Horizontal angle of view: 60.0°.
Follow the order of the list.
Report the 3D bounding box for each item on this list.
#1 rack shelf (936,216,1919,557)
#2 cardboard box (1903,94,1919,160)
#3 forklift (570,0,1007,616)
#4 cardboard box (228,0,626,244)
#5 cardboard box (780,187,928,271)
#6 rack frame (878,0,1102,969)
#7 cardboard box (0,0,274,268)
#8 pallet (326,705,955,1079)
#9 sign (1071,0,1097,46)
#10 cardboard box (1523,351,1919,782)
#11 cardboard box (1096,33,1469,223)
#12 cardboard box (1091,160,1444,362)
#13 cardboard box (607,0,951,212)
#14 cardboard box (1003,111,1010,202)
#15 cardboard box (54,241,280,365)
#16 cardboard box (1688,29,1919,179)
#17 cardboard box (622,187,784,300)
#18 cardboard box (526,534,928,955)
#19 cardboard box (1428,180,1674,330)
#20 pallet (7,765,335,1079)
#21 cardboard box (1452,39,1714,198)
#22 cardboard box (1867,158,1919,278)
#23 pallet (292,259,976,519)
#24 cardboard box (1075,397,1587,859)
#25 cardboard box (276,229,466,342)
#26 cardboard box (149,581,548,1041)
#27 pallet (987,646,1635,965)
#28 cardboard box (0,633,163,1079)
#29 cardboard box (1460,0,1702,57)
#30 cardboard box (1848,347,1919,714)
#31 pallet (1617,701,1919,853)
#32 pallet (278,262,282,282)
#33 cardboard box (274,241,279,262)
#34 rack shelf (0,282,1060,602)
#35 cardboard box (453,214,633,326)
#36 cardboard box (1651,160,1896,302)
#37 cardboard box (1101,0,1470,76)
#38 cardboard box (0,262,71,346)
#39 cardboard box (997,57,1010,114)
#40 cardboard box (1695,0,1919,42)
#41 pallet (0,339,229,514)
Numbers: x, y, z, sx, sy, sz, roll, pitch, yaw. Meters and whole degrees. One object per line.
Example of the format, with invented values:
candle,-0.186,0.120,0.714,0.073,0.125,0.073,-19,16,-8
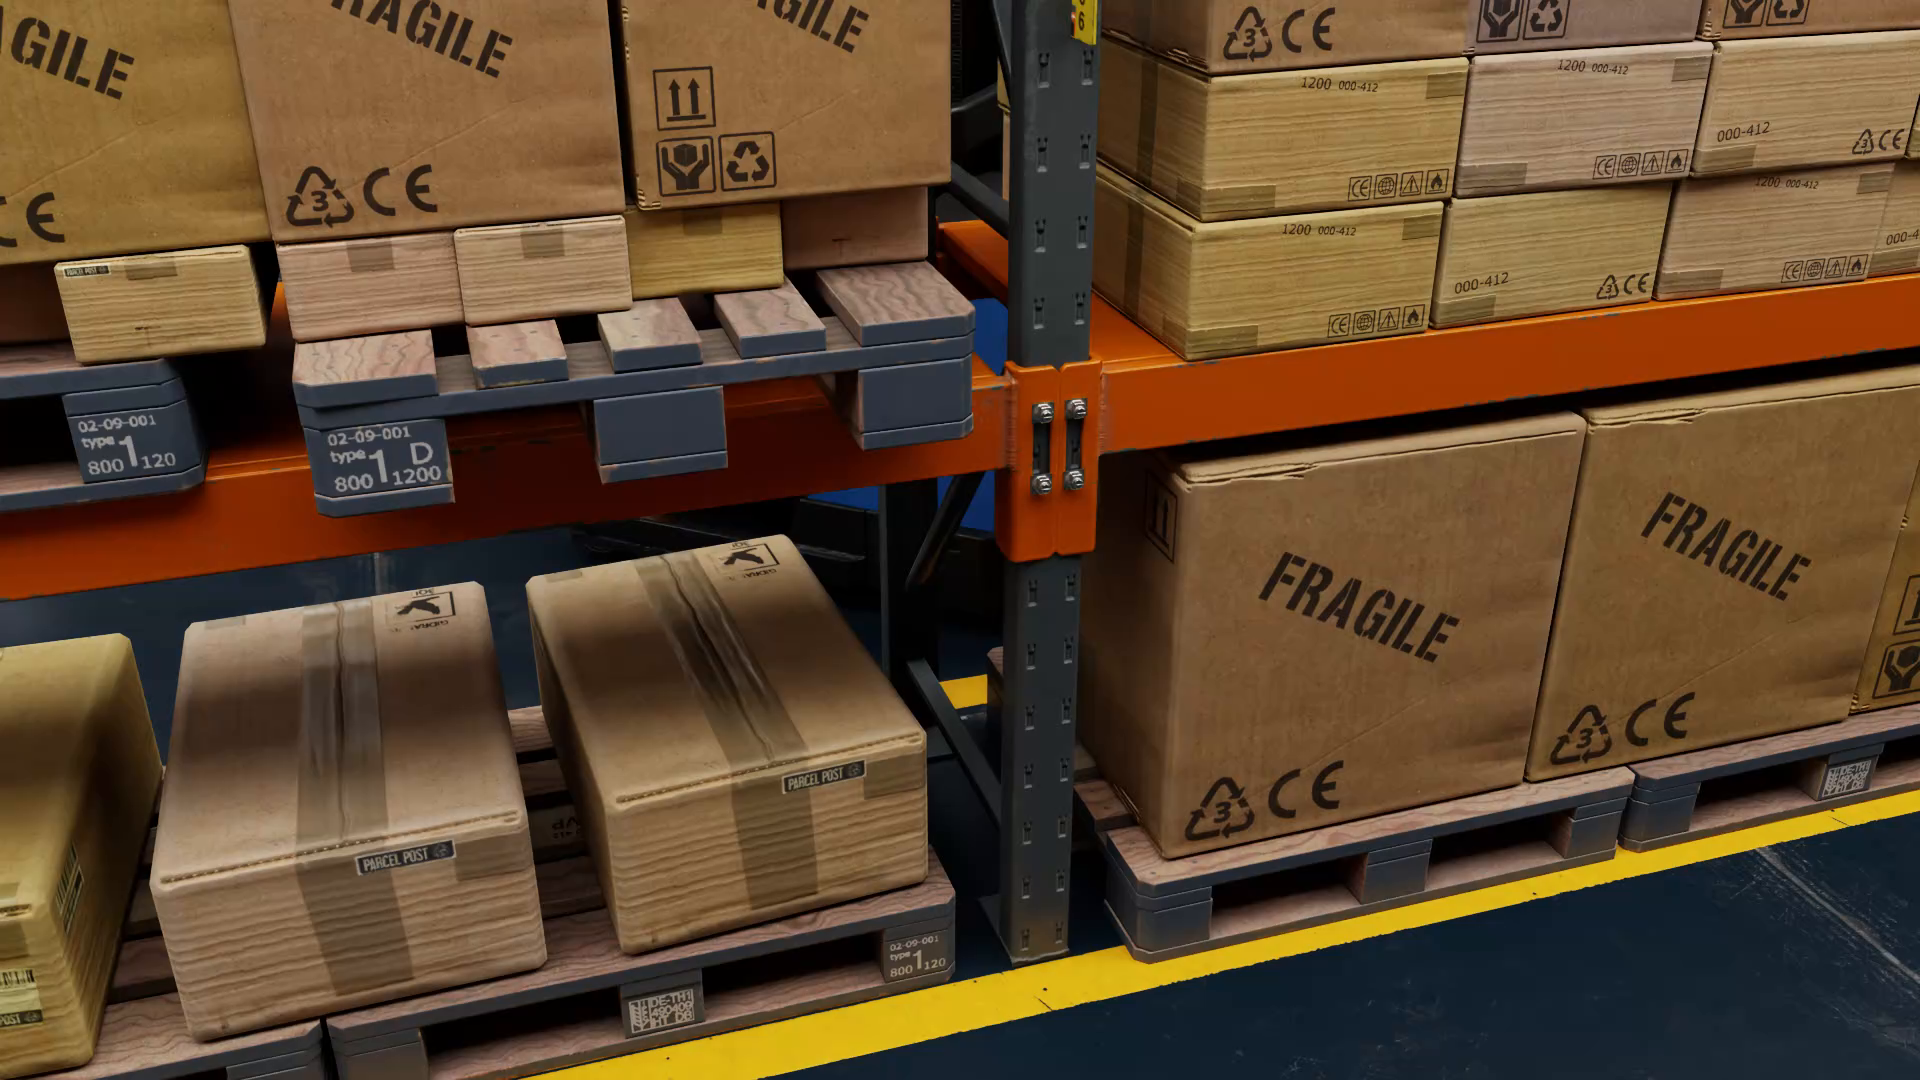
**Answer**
rack shelf,1.916,-0.626,3.947,4.000,0.370,1.077,-8,28,-16
cardboard box,2.029,-0.993,3.484,0.500,0.250,0.500,-8,27,-15
forklift,-0.658,-1.442,4.859,3.031,2.935,1.130,11,28,20
cardboard box,-0.820,-0.783,2.535,0.500,0.500,0.500,-9,28,-17
cardboard box,-0.224,-0.604,2.903,0.250,0.149,0.380,-7,27,-14
rack frame,0.015,-0.673,3.232,0.127,3.000,1.000,-8,28,-16
cardboard box,-1.299,-0.713,2.394,0.500,0.500,0.500,-10,28,-20
pallet,-0.729,0.683,3.637,1.213,0.211,1.003,-8,28,-16
sign,0.192,-0.928,2.533,0.005,0.325,0.100,-8,28,-16
cardboard box,1.547,-0.090,3.976,0.875,0.875,0.875,-8,27,-15
cardboard box,0.573,-0.795,3.085,0.500,0.250,0.500,-8,28,-16
cardboard box,0.558,-0.567,3.187,0.500,0.250,0.500,-9,28,-17
cardboard box,-0.331,-0.859,2.688,0.500,0.500,0.500,-9,28,-18
cardboard box,0.415,-0.785,3.627,0.500,0.250,0.500,-9,28,-18
cardboard box,-1.182,-0.408,2.508,0.250,0.149,0.380,-8,27,-15
cardboard box,1.542,-0.929,3.355,0.500,0.250,0.500,-8,28,-16
cardboard box,-0.457,-0.536,2.767,0.250,0.149,0.380,-8,27,-15
cardboard box,-0.526,0.390,3.575,0.625,0.372,0.950,-10,28,-20
cardboard box,1.041,-0.645,3.344,0.500,0.250,0.500,-9,28,-18
pallet,-1.887,0.849,3.302,1.213,0.211,1.003,-8,28,-16
cardboard box,1.065,-0.866,3.227,0.500,0.250,0.500,-8,27,-15
cardboard box,2.009,-0.784,3.625,0.500,0.250,0.500,-8,28,-16
pallet,-0.630,-0.444,2.986,1.003,0.211,1.213,-8,28,-16
cardboard box,0.697,0.031,3.732,0.875,0.875,0.875,-8,28,-17
cardboard box,-0.924,-0.451,2.596,0.250,0.149,0.380,-10,28,-19
cardboard box,-1.225,0.495,3.363,0.625,0.372,0.950,-9,28,-17
pallet,0.788,0.499,4.007,1.213,0.211,1.003,-8,28,-16
cardboard box,-1.948,0.597,3.158,0.625,0.372,0.950,-7,27,-14
cardboard box,1.028,-1.202,3.062,0.500,0.500,0.500,-8,28,-16
cardboard box,2.397,-0.213,4.224,0.875,0.875,0.875,-7,27,-15
pallet,1.946,0.333,4.342,1.213,0.211,1.003,-8,28,-16
pallet,-3.545,-1.260,7.550,1.213,0.211,1.003,-8,28,-16
cardboard box,-3.051,-1.765,7.489,0.750,0.750,1.050,-8,27,-15
rack shelf,-1.887,-0.075,2.837,4.000,0.370,1.077,-8,28,-16
cardboard box,-0.682,-0.483,2.659,0.250,0.149,0.380,-8,28,-17
cardboard box,1.541,-0.715,3.485,0.500,0.250,0.500,-7,27,-14
cardboard box,0.559,-1.130,2.916,0.500,0.500,0.500,-9,28,-18
cardboard box,-1.460,-0.426,2.546,0.250,0.149,0.380,-8,28,-16
cardboard box,0.397,-1.004,3.505,0.500,0.250,0.500,-8,28,-16
cardboard box,1.525,-1.267,3.192,0.500,0.500,0.500,-7,27,-15
pallet,-1.855,-0.297,2.691,1.213,0.211,1.003,-8,28,-16
